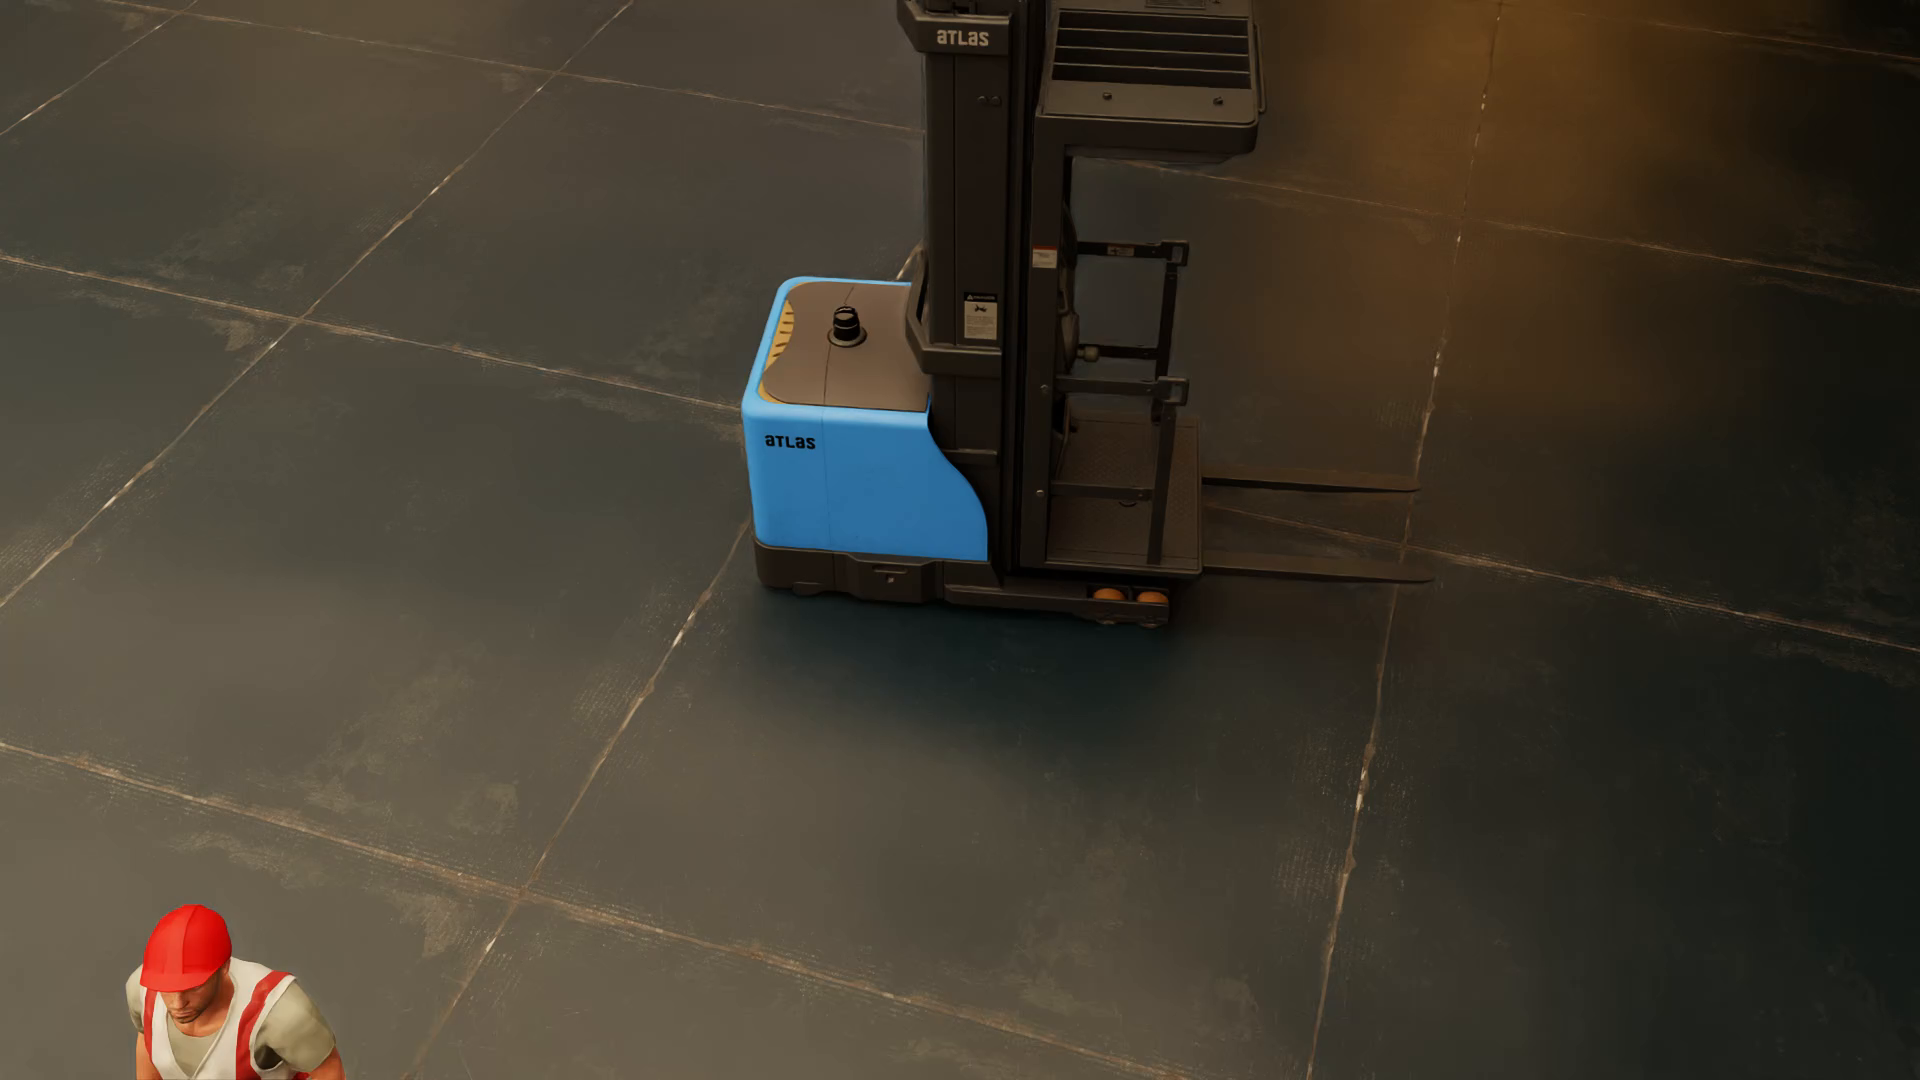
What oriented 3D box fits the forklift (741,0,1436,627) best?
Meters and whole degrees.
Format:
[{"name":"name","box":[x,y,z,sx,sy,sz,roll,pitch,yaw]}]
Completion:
[{"name":"forklift","box":[0.623,-1.066,6.834,3.031,2.935,1.130,4,43,4]}]

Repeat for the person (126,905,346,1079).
[{"name":"person","box":[-2.039,1.702,4.687,0.638,1.787,0.564,6,43,7]}]
